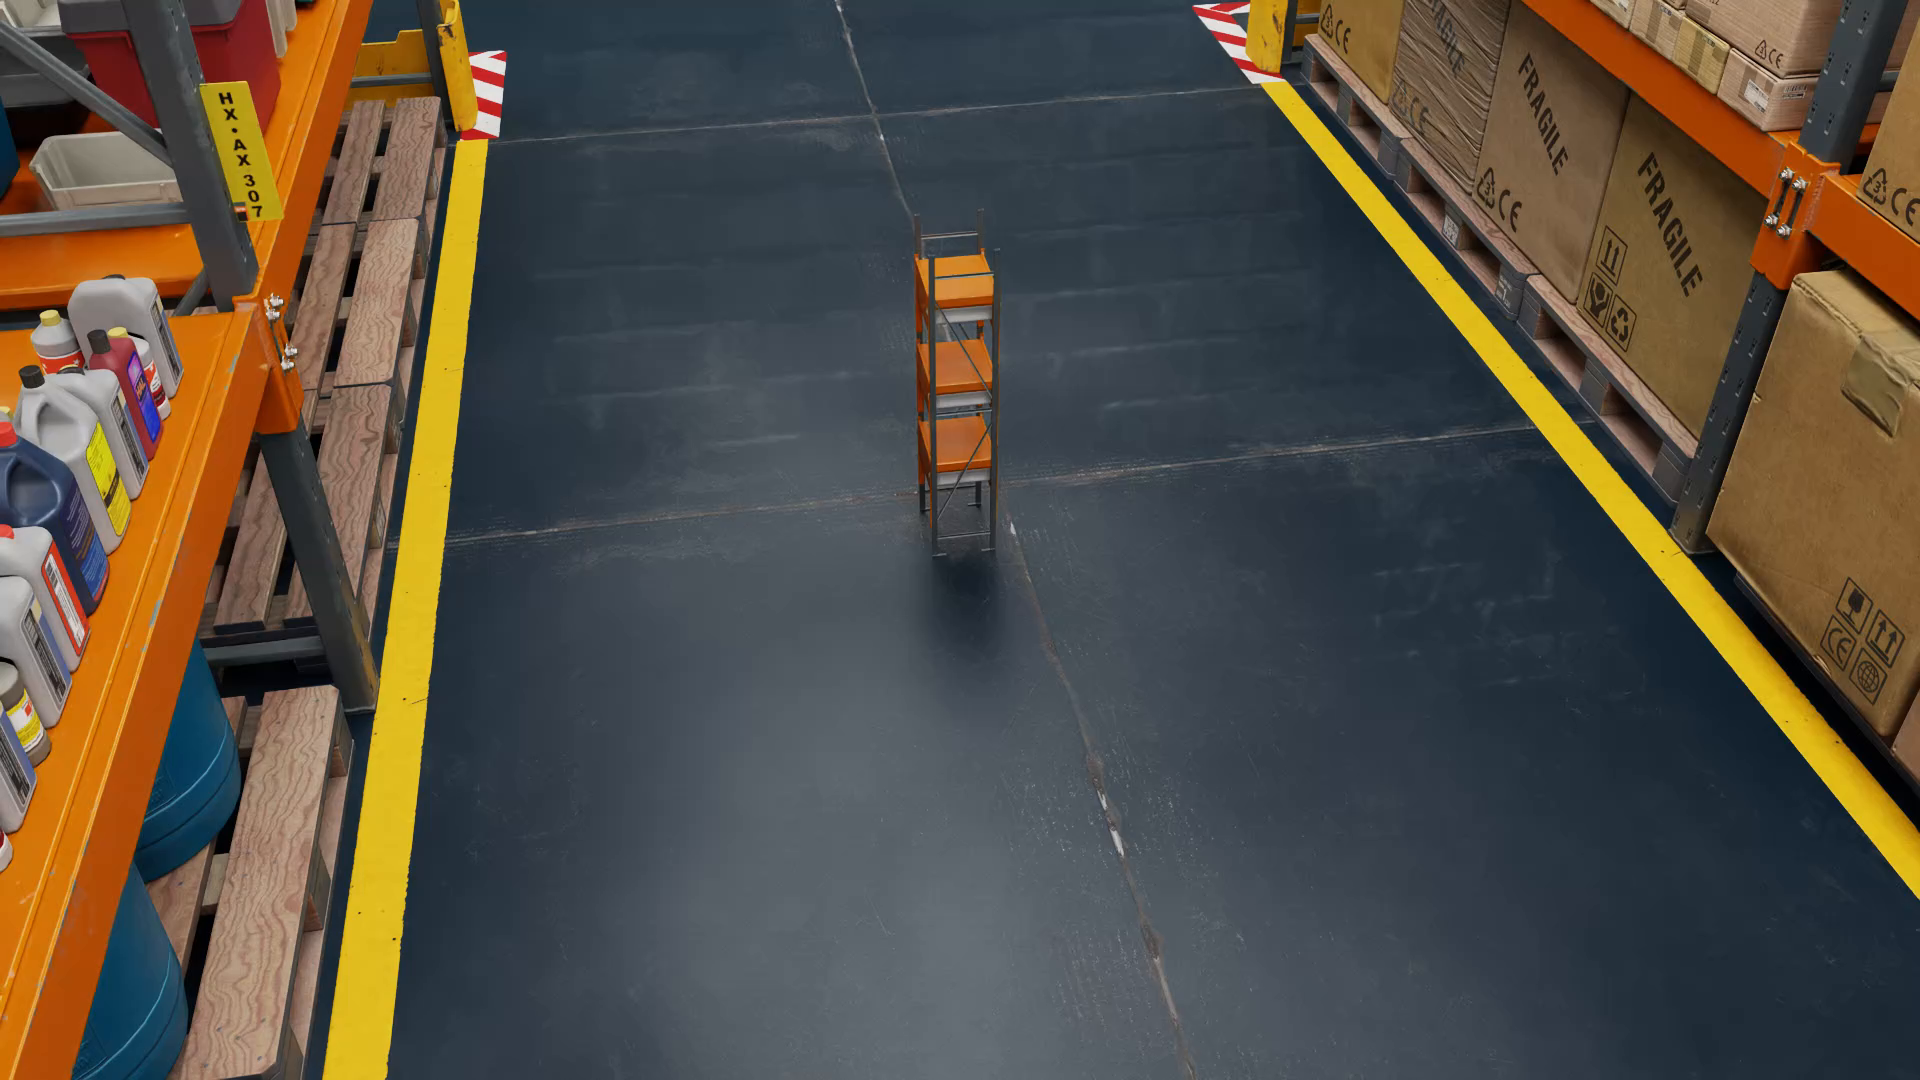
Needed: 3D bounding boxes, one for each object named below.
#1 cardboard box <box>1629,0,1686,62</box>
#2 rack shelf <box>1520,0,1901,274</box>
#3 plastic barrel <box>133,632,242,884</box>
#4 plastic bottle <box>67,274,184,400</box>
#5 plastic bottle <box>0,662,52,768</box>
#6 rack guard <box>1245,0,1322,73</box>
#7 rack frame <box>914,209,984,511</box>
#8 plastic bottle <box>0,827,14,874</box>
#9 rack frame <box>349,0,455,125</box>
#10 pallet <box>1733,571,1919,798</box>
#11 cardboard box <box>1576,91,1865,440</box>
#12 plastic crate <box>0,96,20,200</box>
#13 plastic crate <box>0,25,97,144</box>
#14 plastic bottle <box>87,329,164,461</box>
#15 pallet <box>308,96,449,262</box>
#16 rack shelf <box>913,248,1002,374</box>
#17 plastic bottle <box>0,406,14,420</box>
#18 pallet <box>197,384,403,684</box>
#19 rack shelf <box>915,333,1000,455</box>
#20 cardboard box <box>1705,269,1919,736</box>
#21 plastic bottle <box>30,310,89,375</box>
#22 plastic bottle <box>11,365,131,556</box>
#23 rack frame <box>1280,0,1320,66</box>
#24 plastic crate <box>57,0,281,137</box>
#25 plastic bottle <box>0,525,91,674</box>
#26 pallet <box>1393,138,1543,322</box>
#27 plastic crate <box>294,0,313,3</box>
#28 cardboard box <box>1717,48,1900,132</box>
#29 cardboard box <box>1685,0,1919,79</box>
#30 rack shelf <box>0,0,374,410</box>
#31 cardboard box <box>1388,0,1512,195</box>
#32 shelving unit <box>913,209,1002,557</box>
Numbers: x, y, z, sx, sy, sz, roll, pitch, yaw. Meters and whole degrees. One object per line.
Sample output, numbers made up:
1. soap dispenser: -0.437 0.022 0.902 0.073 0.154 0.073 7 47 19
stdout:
1. cardboard box: 2.281 -1.581 5.045 0.380 0.149 0.250 -7 38 -9
2. rack shelf: 2.396 -2.145 6.153 1.077 0.370 4.000 -6 38 -8
3. plastic barrel: -2.051 0.305 3.781 0.600 0.901 0.708 -6 38 -8
4. plastic bottle: -1.742 -0.436 3.468 0.152 0.276 0.135 -6 38 -8
5. plastic bottle: -1.519 0.267 2.623 0.097 0.201 0.097 0 38 0
6. rack guard: 2.041 -2.665 8.272 1.175 0.500 0.348 -6 38 -8
7. rack frame: -0.031 -0.521 5.064 0.200 1.050 0.008 -6 38 -8
8. plastic bottle: -1.478 0.407 2.443 0.097 0.201 0.097 0 38 0
9. rack frame: -2.831 -3.104 6.801 1.000 3.000 0.127 -6 38 -8
10. pallet: 2.956 0.338 4.643 1.003 0.211 1.213 -6 38 -8
11. cardboard box: 2.710 -0.955 5.424 0.875 0.875 0.875 -6 38 -8
12. plastic crate: -2.547 -0.951 3.993 0.392 0.384 0.575 -6 38 -8
13. plastic crate: -2.590 -1.251 4.590 0.437 0.125 0.590 -6 38 -8
14. plastic bottle: -1.657 -0.304 3.292 0.061 0.283 0.133 -6 38 -8
15. pallet: -2.724 -1.501 7.010 1.003 0.211 1.213 -6 38 -8
16. rack shelf: -0.009 -0.663 4.802 0.215 0.259 0.240 -6 38 -8
17. plastic bottle: -1.798 -0.161 3.175 0.097 0.201 0.097 0 38 0
18. pallet: -2.297 -0.027 5.113 1.003 0.211 1.213 -6 38 -8
19. rack shelf: -0.009 -0.439 4.976 0.215 0.259 0.240 -6 38 -8
20. cardboard box: 2.879 -0.164 4.405 1.225 0.875 0.875 -6 38 -8
21. plastic bottle: -1.862 -0.382 3.459 0.097 0.201 0.097 0 38 0
22. plastic bottle: -1.646 -0.149 3.037 0.144 0.351 0.185 -6 38 -8
23. rack frame: 2.045 -3.637 7.487 1.000 3.000 0.127 -6 38 -8
24. plastic crate: -2.039 -1.304 4.382 0.402 0.464 0.583 -6 38 -8
25. plastic bottle: -1.590 0.089 2.791 0.152 0.276 0.135 -6 38 -8
26. pallet: 2.473 -1.326 6.785 1.003 0.211 1.213 -6 38 -8
27. plastic crate: -2.218 -1.849 5.273 0.416 0.233 0.300 -6 38 -8
28. cardboard box: 2.371 -1.271 4.646 0.380 0.149 0.250 -6 38 -8
29. cardboard box: 2.411 -1.518 4.639 0.500 0.250 0.500 -7 38 -9
30. rack shelf: -2.480 -1.612 5.467 1.077 0.370 4.000 -6 38 -8
31. cardboard box: 2.396 -2.036 6.816 0.875 0.875 0.875 -6 38 -8
32. shelving unit: -0.009 -0.447 4.970 0.215 1.050 0.252 -6 38 -8
